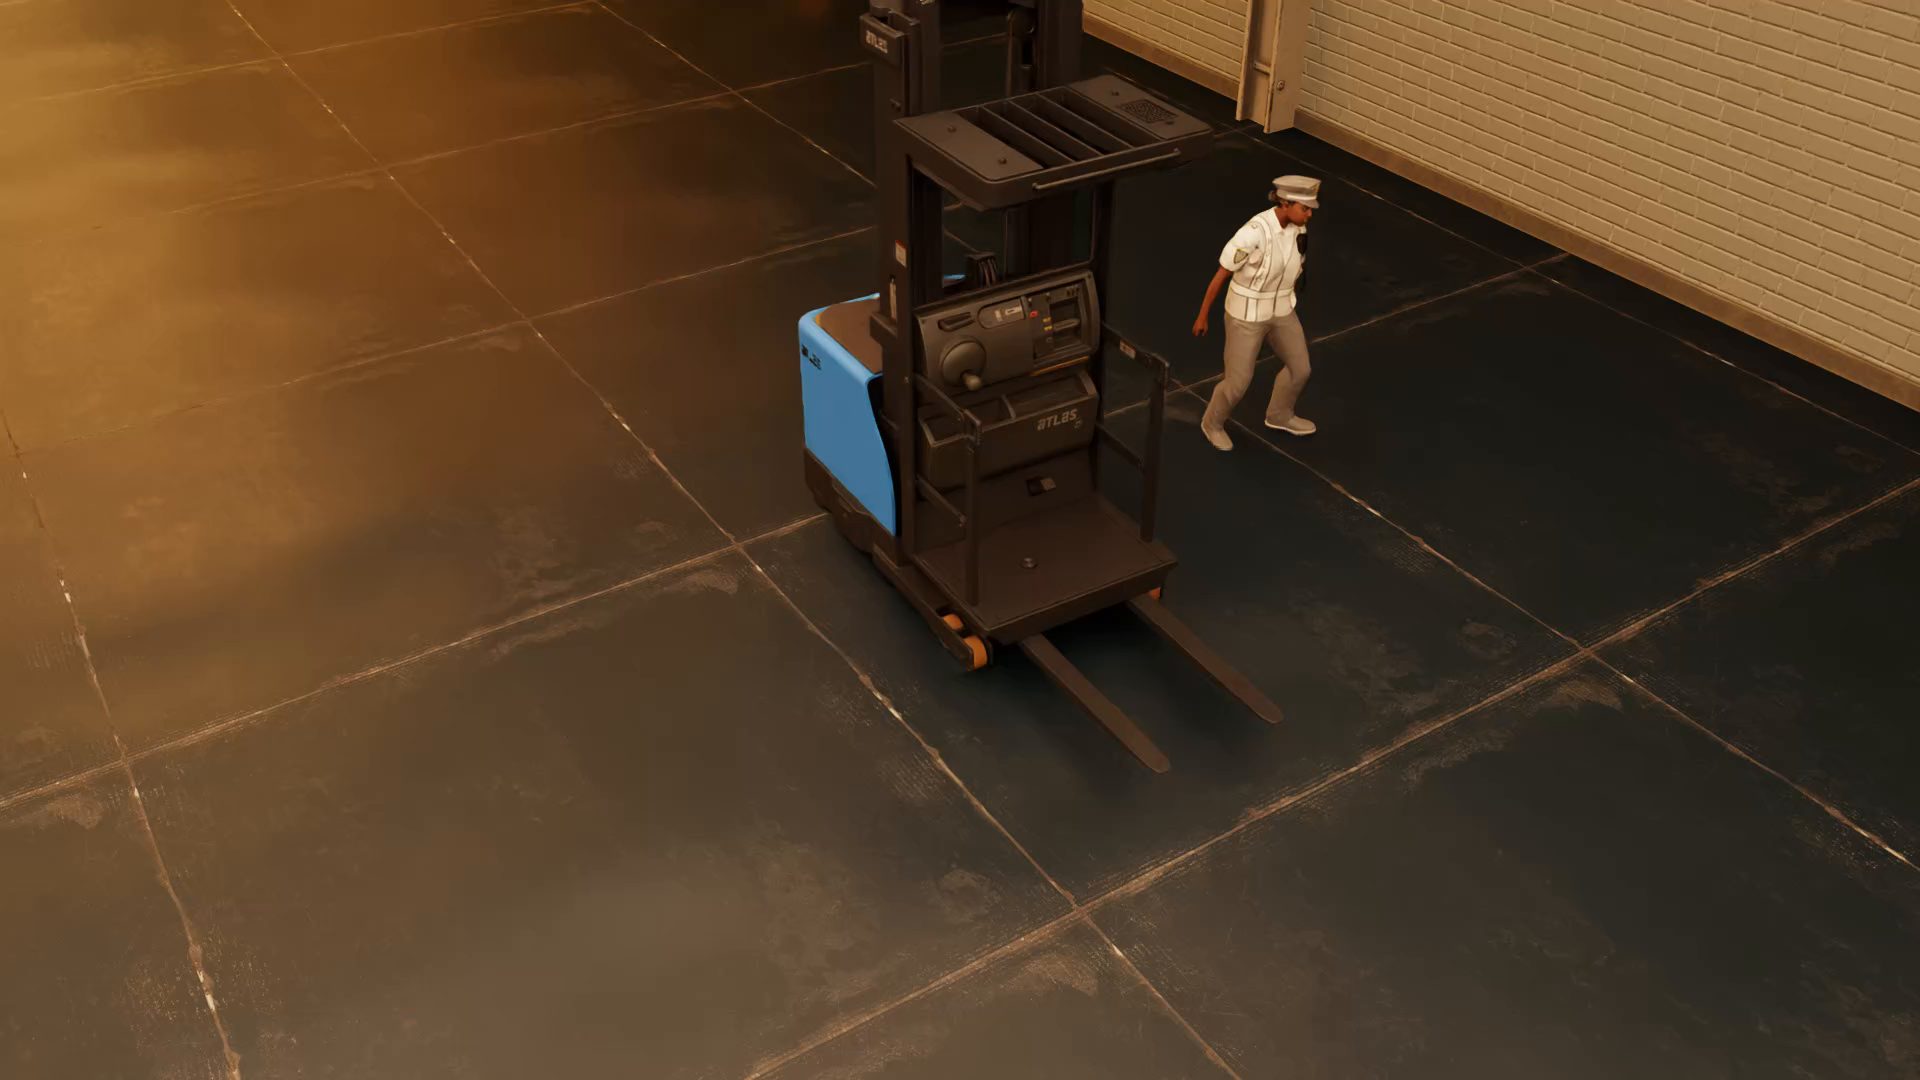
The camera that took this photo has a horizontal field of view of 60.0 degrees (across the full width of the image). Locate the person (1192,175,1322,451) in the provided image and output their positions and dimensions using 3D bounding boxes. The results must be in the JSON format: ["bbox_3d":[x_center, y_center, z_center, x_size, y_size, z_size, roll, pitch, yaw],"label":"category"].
[{"bbox_3d":[1.642,-1.231,9.074,0.798,1.634,0.432,-16,38,-22],"label":"person"}]

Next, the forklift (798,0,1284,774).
[{"bbox_3d":[0.343,-0.890,7.414,1.130,2.935,3.031,-19,39,-25],"label":"forklift"}]
